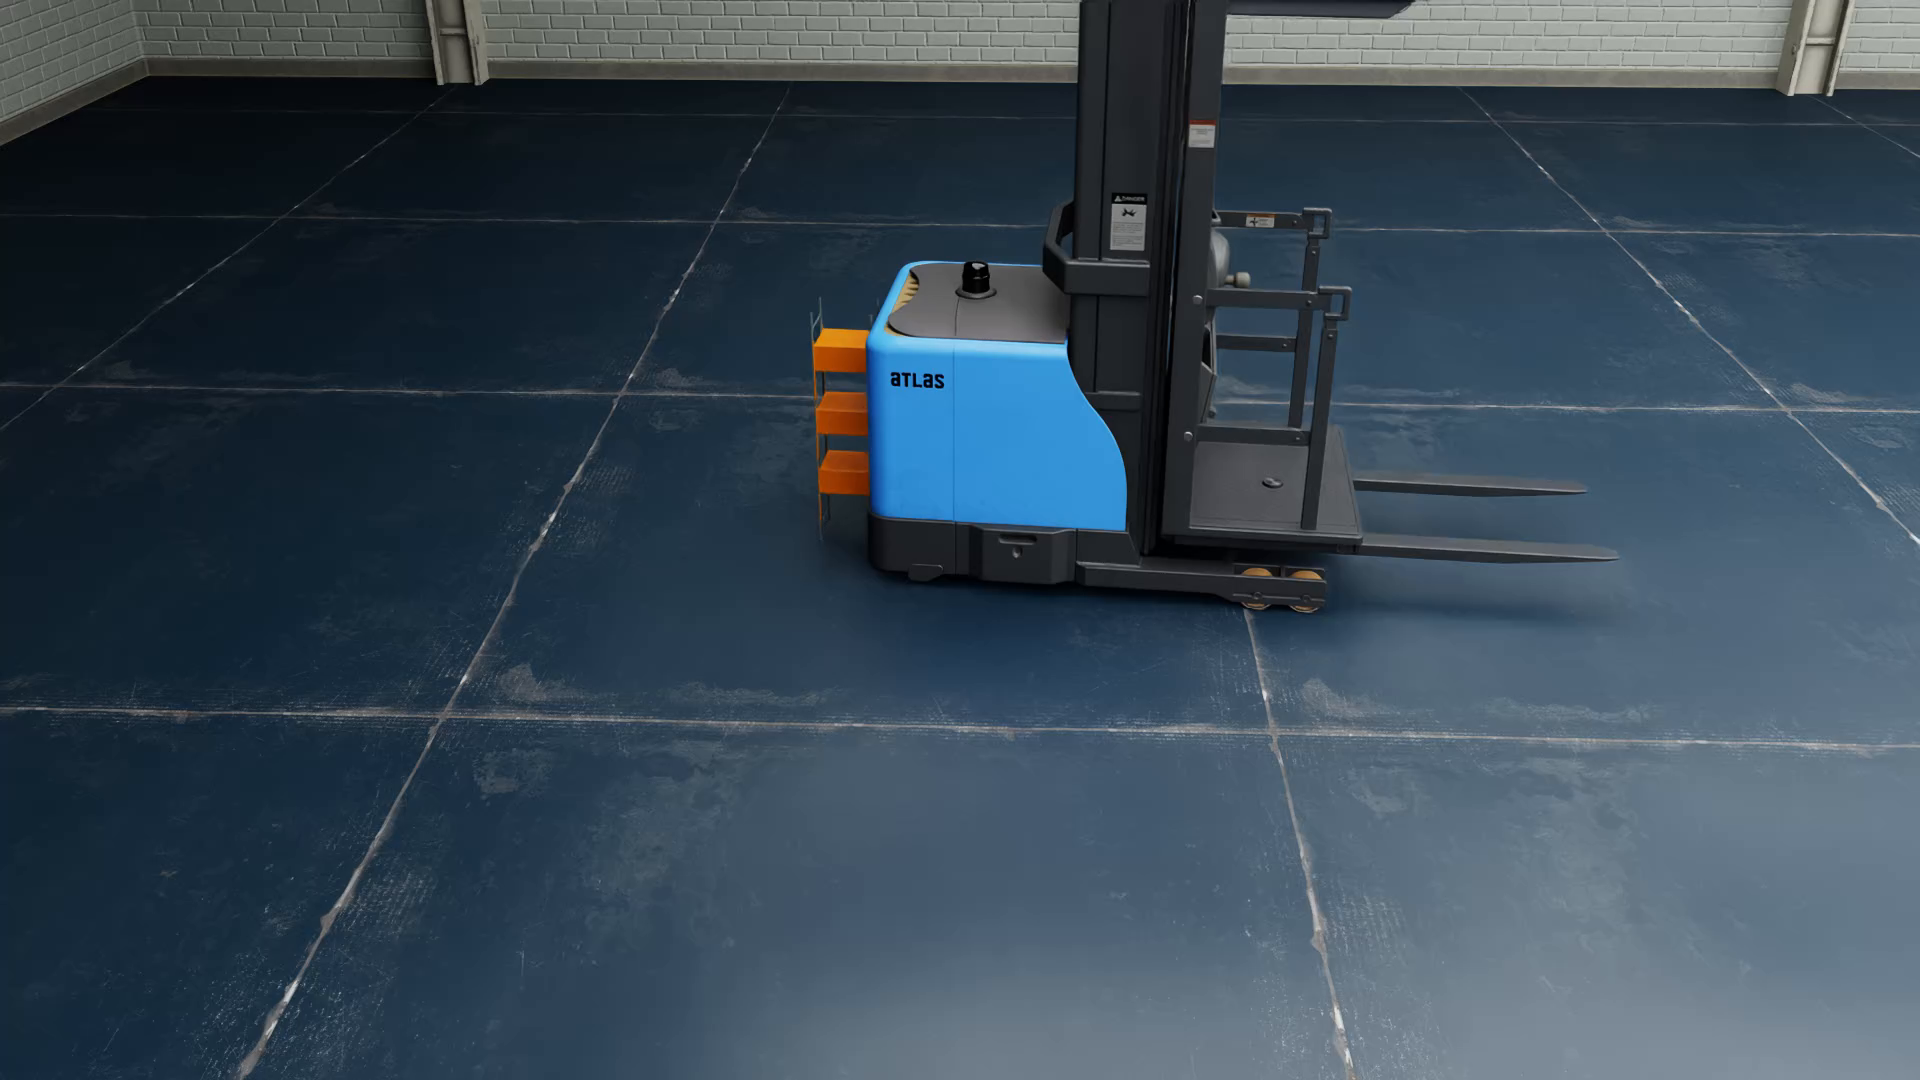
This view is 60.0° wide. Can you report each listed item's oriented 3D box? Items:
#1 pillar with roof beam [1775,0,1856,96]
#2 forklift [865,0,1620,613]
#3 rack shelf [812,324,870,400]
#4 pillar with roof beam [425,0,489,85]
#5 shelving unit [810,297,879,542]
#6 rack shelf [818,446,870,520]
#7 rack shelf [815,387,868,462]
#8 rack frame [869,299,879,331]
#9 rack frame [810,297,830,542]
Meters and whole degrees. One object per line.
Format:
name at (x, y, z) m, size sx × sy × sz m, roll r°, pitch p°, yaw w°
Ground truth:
pillar with roof beam at (7.326, -5.937, 8.842) m, size 0.400 × 9.000 × 9.100 m, roll 1°, pitch 28°, yaw 2°
forklift at (1.173, -1.267, 6.511) m, size 3.031 × 2.935 × 1.130 m, roll 3°, pitch 28°, yaw 6°
rack shelf at (-0.472, -0.737, 6.936) m, size 0.240 × 0.259 × 0.215 m, roll 3°, pitch 28°, yaw 6°
pillar with roof beam at (-4.667, -6.135, 9.216) m, size 0.400 × 9.000 × 9.100 m, roll 1°, pitch 28°, yaw 2°
shelving unit at (-0.472, -0.496, 7.064) m, size 0.252 × 1.050 × 0.215 m, roll 3°, pitch 28°, yaw 6°
rack shelf at (-0.472, -0.241, 7.199) m, size 0.240 × 0.259 × 0.215 m, roll 3°, pitch 28°, yaw 6°
rack shelf at (-0.472, -0.486, 7.069) m, size 0.240 × 0.259 × 0.215 m, roll 3°, pitch 28°, yaw 6°
rack frame at (-0.351, -0.489, 7.051) m, size 0.008 × 1.050 × 0.200 m, roll 3°, pitch 28°, yaw 6°
rack frame at (-0.593, -0.503, 7.077) m, size 0.008 × 1.050 × 0.200 m, roll 3°, pitch 28°, yaw 6°
